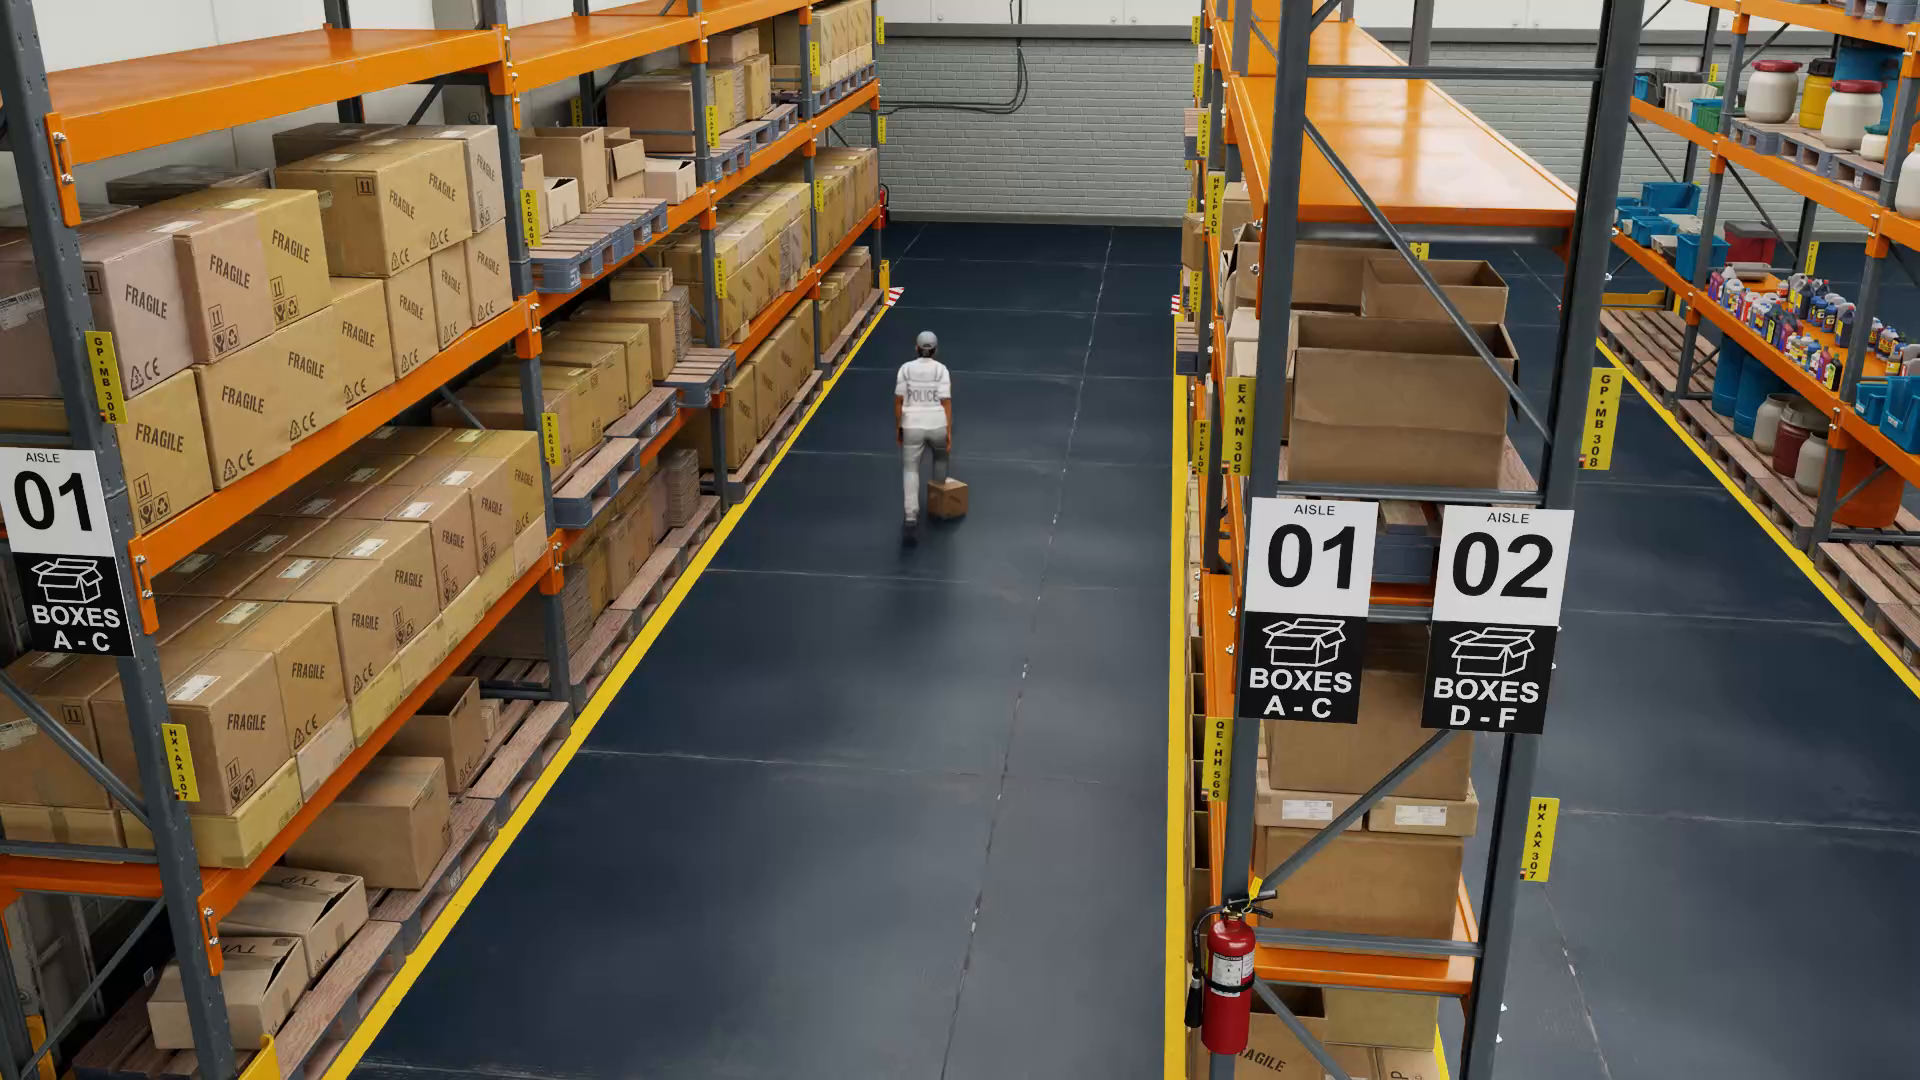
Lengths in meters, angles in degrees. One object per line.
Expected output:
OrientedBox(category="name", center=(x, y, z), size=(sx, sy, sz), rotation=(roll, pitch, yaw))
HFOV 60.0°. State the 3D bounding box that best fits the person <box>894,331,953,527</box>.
OrientedBox(category="person", center=(-0.308, -0.919, 13.873), size=(0.490, 1.594, 1.041), rotation=(0, 21, 1))
